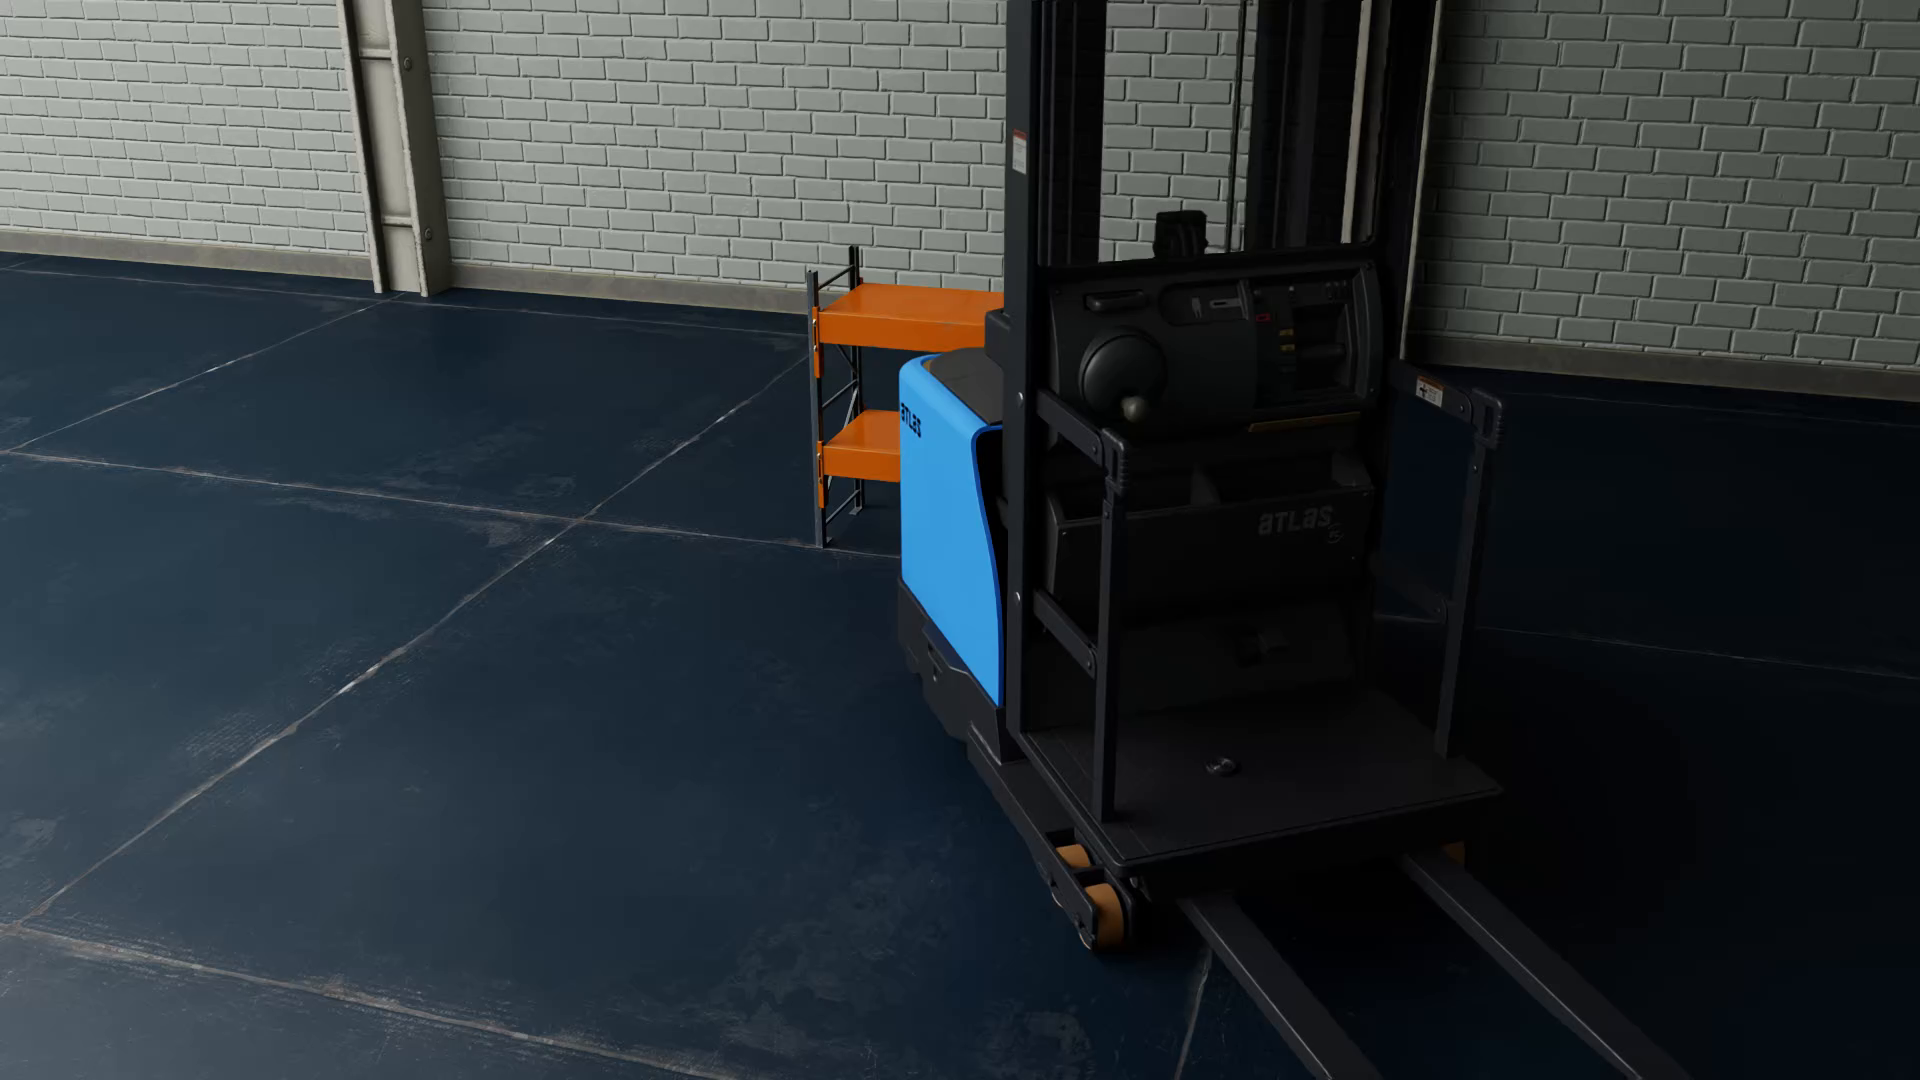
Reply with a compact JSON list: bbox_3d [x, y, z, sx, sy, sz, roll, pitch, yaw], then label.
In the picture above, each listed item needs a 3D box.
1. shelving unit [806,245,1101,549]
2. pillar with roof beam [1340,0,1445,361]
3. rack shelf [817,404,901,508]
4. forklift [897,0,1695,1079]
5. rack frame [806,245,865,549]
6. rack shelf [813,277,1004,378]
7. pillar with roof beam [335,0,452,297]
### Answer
[{"bbox_3d":[-0.006,-0.521,6.558,1.048,1.125,0.538,7,23,16],"label":"shelving unit"},{"bbox_3d":[0.990,-3.559,3.589,0.400,9.000,9.100,7,23,16],"label":"pillar with roof beam"},{"bbox_3d":[-0.006,-0.295,6.651,1.000,0.278,0.538,7,23,16],"label":"rack shelf"},{"bbox_3d":[0.738,-0.487,4.096,1.130,2.935,3.031,-7,23,-17],"label":"forklift"},{"bbox_3d":[-0.493,-0.577,6.694,0.032,1.125,0.500,7,23,16],"label":"rack frame"},{"bbox_3d":[-0.006,-0.792,6.447,1.000,0.278,0.538,7,23,16],"label":"rack shelf"},{"bbox_3d":[-4.754,-4.217,5.193,0.400,9.000,9.100,7,23,16],"label":"pillar with roof beam"}]
